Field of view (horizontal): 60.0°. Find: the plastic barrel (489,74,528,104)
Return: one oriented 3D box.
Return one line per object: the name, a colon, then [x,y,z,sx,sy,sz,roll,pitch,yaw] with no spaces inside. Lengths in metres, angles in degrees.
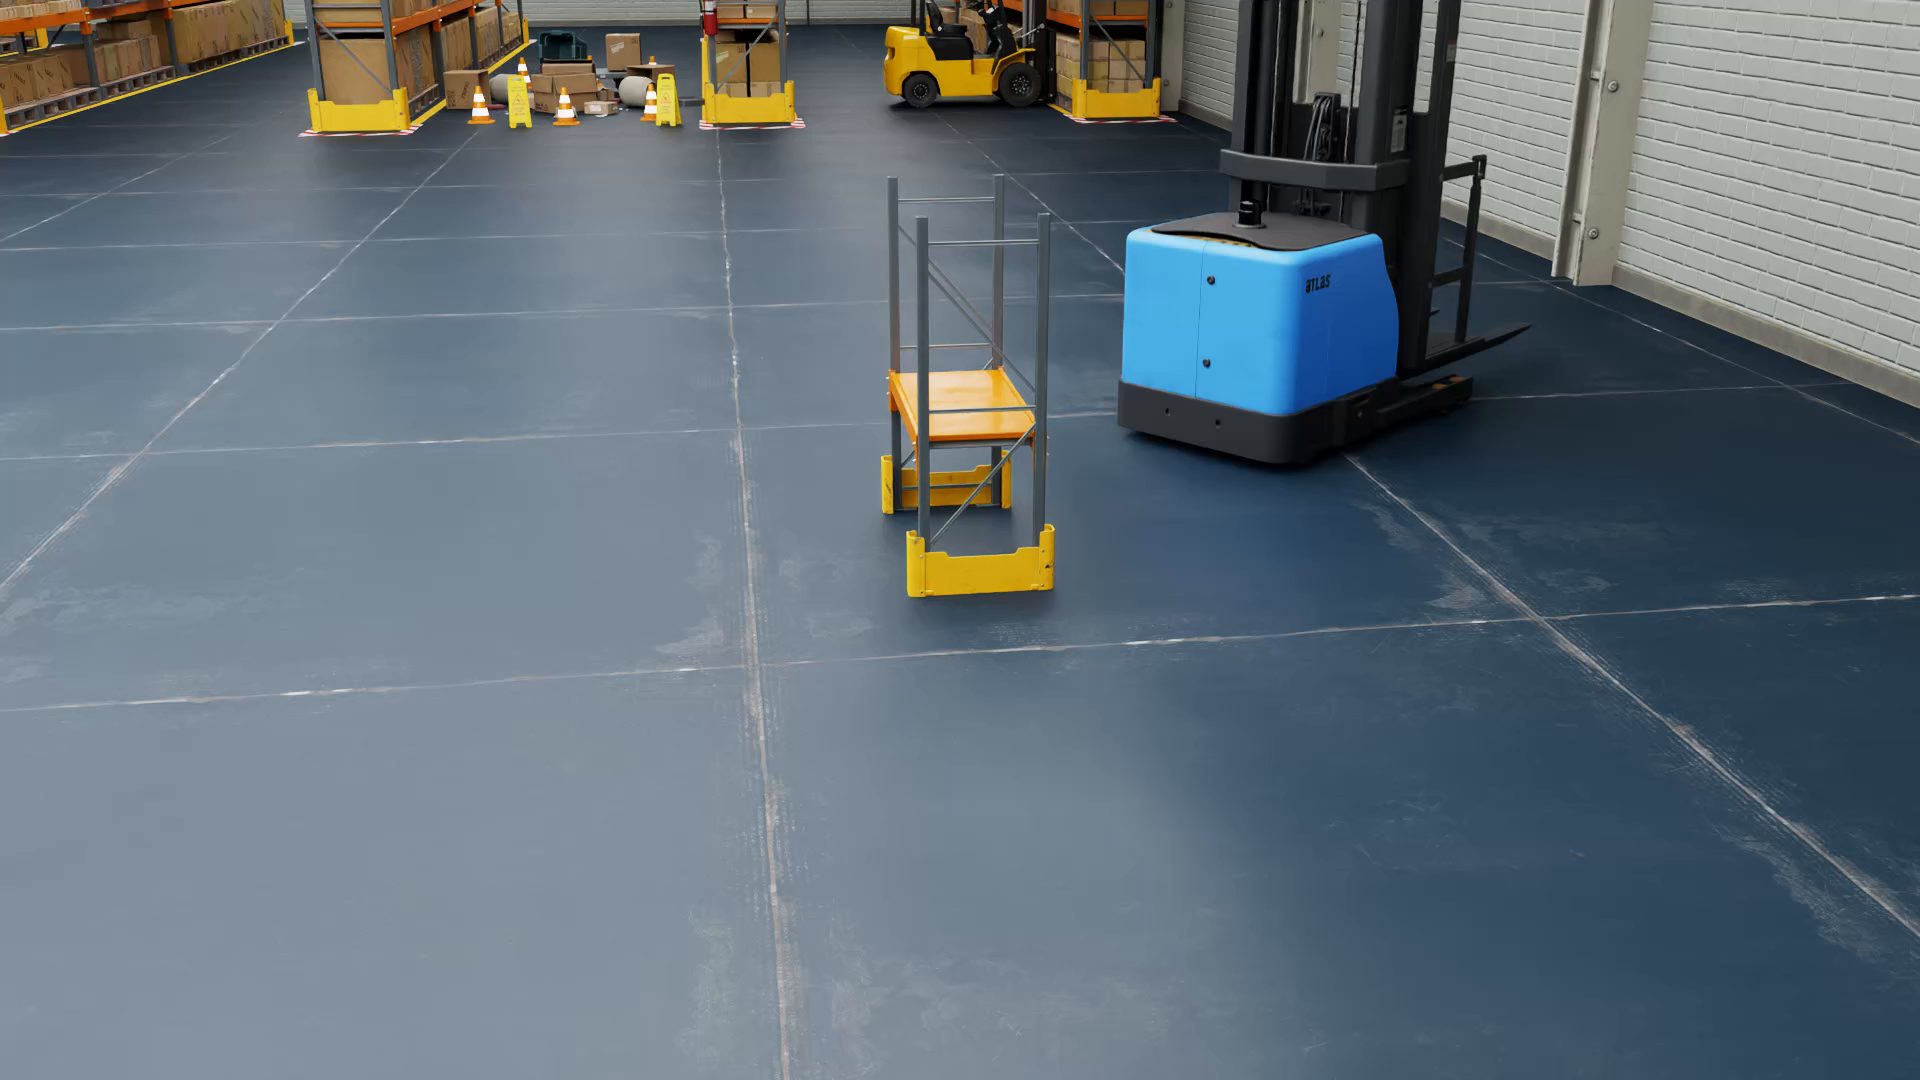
plastic barrel: [-6.561,-6.543,24.130,0.512,0.421,0.421,12,24,30]

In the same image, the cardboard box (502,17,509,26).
cardboard box: [-9.323,-10.470,33.585,0.380,0.149,0.250,-2,21,-7]

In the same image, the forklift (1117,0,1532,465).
forklift: [2.189,-2.168,8.832,1.130,2.935,3.031,18,27,40]

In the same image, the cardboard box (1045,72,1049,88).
cardboard box: [1.526,-6.797,24.457,0.500,0.250,0.500,-2,21,-6]

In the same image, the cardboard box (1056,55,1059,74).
cardboard box: [1.593,-6.864,23.922,0.500,0.250,0.500,-3,21,-9]

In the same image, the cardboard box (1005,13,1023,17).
cardboard box: [1.049,-9.875,31.413,0.380,0.149,0.250,-3,21,-9]

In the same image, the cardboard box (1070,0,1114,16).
cardboard box: [1.798,-7.421,22.654,0.500,0.500,0.500,-3,21,-9]

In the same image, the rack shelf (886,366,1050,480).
rack shelf: [0.012,-0.505,6.938,0.538,0.185,1.000,-3,21,-8]

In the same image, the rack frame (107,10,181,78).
rack frame: [-13.742,-9.235,27.655,1.000,3.000,0.127,-3,21,-8]

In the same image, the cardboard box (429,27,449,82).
cardboard box: [-8.421,-7.419,25.407,1.050,0.750,0.750,-3,21,-8]

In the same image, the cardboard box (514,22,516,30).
cardboard box: [-9.450,-10.694,34.610,0.380,0.149,0.250,-3,21,-7]

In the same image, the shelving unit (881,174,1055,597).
shelving unit: [0.011,-0.676,6.883,0.587,1.500,1.083,-3,21,-8]

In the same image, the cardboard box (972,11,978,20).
cardboard box: [0.438,-10.115,32.055,0.380,0.149,0.250,-2,21,-6]

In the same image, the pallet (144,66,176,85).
pallet: [-13.631,-7.658,27.419,1.003,0.211,1.213,-3,21,-8]

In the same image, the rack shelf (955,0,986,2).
rack shelf: [0.688,-10.342,31.647,1.077,0.370,4.000,-3,21,-8]

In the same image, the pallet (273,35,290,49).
pallet: [-14.702,-10.426,34.829,1.003,0.211,1.213,-3,21,-8]

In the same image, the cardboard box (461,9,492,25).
cardboard box: [-8.887,-9.606,30.549,0.500,0.250,0.500,-4,21,-10]

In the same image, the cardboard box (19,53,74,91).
cardboard box: [-13.147,-6.735,23.935,0.500,0.500,0.500,-4,21,-9]

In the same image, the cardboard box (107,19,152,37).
cardboard box: [-13.616,-8.391,27.267,0.500,0.250,0.500,-2,21,-6]

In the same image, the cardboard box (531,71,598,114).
cardboard box: [-5.541,-6.276,23.301,0.637,0.503,0.797,17,27,39]

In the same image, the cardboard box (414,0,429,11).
cardboard box: [-8.076,-7.819,23.650,0.875,0.550,0.550,-3,21,-8]

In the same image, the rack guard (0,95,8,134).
rack guard: [-12.600,-5.321,20.747,1.175,0.500,0.348,-3,21,-8]

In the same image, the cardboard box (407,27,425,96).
cardboard box: [-8.087,-6.734,23.394,0.875,0.875,0.875,-3,21,-7]

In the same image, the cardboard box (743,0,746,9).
cardboard box: [-2.985,-7.869,24.357,0.380,0.149,0.250,-3,21,-9]

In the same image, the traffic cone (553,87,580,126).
traffic cone: [-5.170,-5.687,21.781,0.336,0.463,0.334,-3,21,-8]

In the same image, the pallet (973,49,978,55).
pallet: [0.733,-9.362,31.981,1.003,0.211,1.213,-3,21,-8]

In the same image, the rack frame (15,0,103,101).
rack frame: [-13.165,-7.850,23.947,1.000,3.000,0.127,-3,21,-8]

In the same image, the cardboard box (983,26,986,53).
cardboard box: [0.702,-9.148,30.394,0.500,0.500,0.500,-2,21,-6]

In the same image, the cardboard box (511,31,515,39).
cardboard box: [-9.433,-10.464,34.420,0.380,0.149,0.250,-3,21,-7]

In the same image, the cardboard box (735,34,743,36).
cardboard box: [-3.379,-7.028,24.003,0.500,0.500,0.500,-2,21,-5]

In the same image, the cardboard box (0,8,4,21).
cardboard box: [-12.489,-6.719,21.277,0.380,0.149,0.250,-3,21,-8]

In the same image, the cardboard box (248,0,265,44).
cardboard box: [-14.464,-10.366,33.118,0.875,0.875,0.875,-3,21,-8]

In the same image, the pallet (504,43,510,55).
pallet: [-9.527,-9.760,33.045,1.003,0.211,1.213,-3,21,-8]

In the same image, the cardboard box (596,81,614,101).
cardboard box: [-5.365,-6.679,24.719,0.396,0.266,0.258,17,27,39]

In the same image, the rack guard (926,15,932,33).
rack guard: [-0.166,-11.559,37.450,1.175,0.500,0.348,-3,21,-8]

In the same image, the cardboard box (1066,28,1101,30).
cardboard box: [1.903,-7.643,25.294,0.500,0.250,0.500,-3,21,-9]

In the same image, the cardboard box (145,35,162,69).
cardboard box: [-13.625,-8.039,27.397,0.700,0.500,0.500,-4,21,-11]

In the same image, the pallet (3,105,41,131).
pallet: [-12.682,-5.468,21.555,1.003,0.211,1.213,-3,21,-8]

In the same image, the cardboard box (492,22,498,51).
cardboard box: [-8.966,-9.440,31.176,0.500,0.500,0.500,-3,21,-9]

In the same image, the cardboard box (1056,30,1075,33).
cardboard box: [1.459,-7.446,24.766,0.500,0.250,0.500,-2,21,-6]

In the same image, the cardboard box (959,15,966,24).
cardboard box: [0.246,-10.218,33.260,0.500,0.500,0.500,-2,21,-5]

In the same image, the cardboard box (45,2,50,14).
cardboard box: [-12.788,-7.322,22.892,0.380,0.149,0.250,-3,21,-8]

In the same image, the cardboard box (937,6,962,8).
cardboard box: [-0.183,-11.567,36.867,0.797,0.503,0.637,-4,21,-10]

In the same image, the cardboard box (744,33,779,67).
cardboard box: [-2.858,-7.066,24.106,0.500,0.500,0.500,-2,21,-5]

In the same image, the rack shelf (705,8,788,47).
rack shelf: [-3.070,-7.320,23.557,1.077,0.370,4.000,-3,21,-8]

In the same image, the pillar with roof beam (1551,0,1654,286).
pillar with roof beam: [0.391,-5.942,10.263,9.100,9.000,0.400,-3,21,-8]

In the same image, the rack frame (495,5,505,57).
rack frame: [-9.396,-10.835,31.939,1.000,3.000,0.127,-3,21,-8]
